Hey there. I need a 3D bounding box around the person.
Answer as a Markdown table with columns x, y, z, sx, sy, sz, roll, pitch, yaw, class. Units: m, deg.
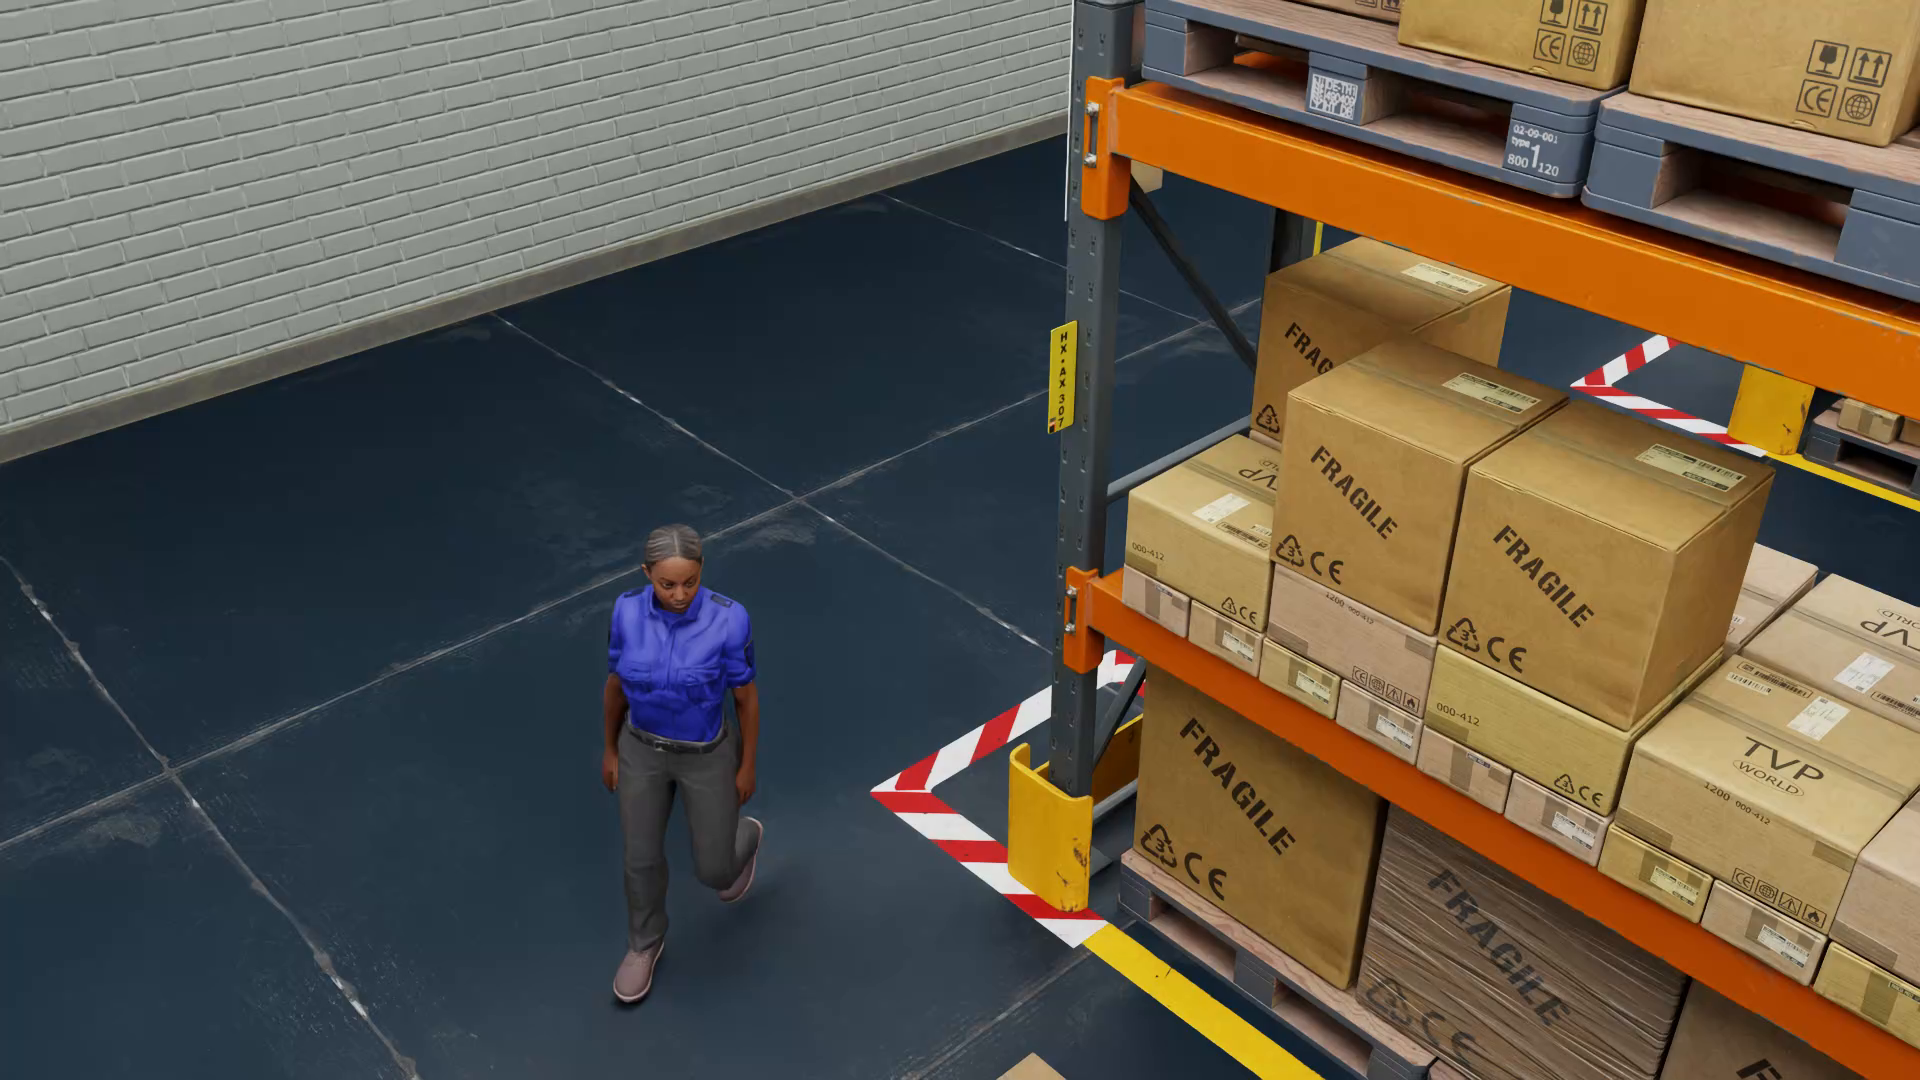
| x | y | z | sx | sy | sz | roll | pitch | yaw | class |
| --- | --- | --- | --- | --- | --- | --- | --- | --- | --- |
| -0.852 | 0.639 | 5.097 | 0.511 | 1.639 | 0.642 | 7 | 33 | 10 | person |
